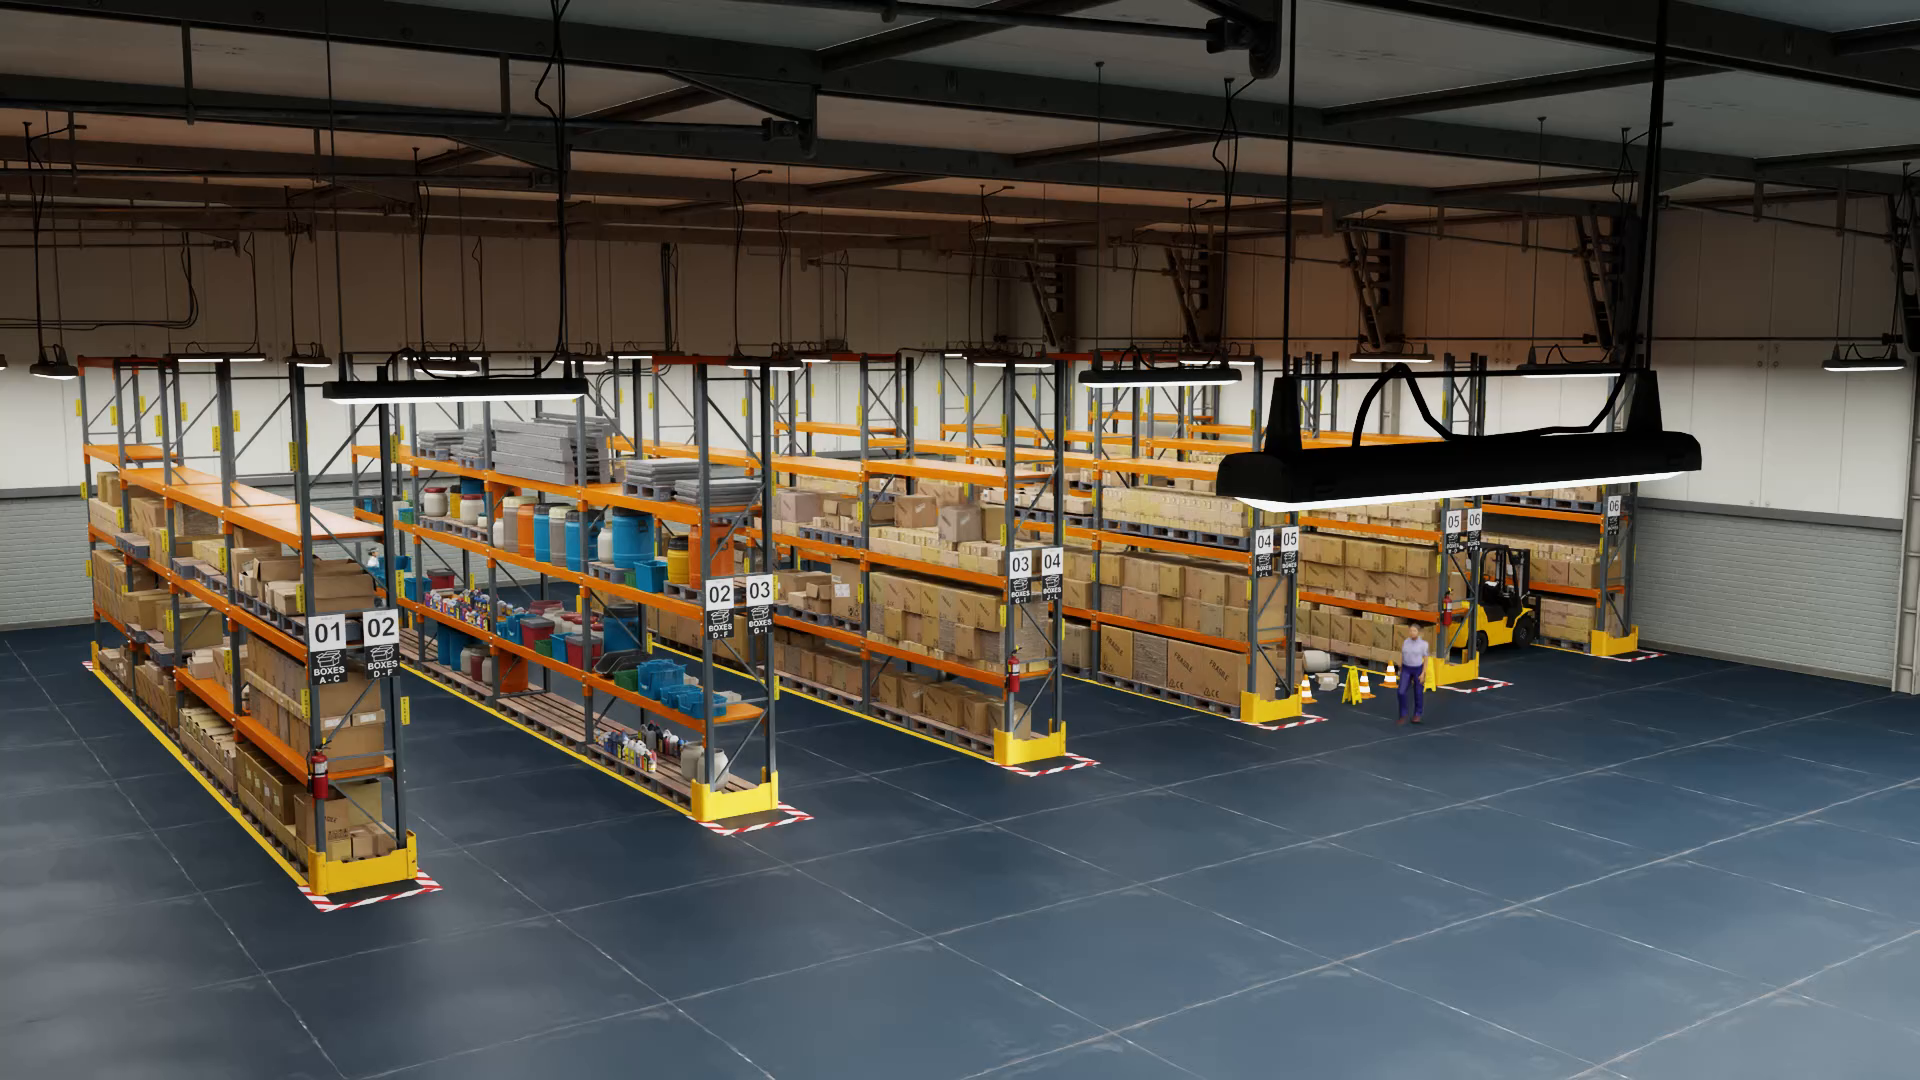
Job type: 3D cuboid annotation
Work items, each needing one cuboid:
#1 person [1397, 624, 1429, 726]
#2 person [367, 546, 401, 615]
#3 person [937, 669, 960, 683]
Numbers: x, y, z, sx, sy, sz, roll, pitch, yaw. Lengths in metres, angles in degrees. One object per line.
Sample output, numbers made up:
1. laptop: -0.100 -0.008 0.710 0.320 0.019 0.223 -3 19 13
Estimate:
1. person: 7.465 2.241 27.335 0.480 1.706 0.526 3 8 24
2. person: -13.283 0.931 37.778 1.027 1.636 0.446 -4 8 -27
3. person: -0.206 1.941 29.345 0.695 1.688 0.726 -3 8 -26
